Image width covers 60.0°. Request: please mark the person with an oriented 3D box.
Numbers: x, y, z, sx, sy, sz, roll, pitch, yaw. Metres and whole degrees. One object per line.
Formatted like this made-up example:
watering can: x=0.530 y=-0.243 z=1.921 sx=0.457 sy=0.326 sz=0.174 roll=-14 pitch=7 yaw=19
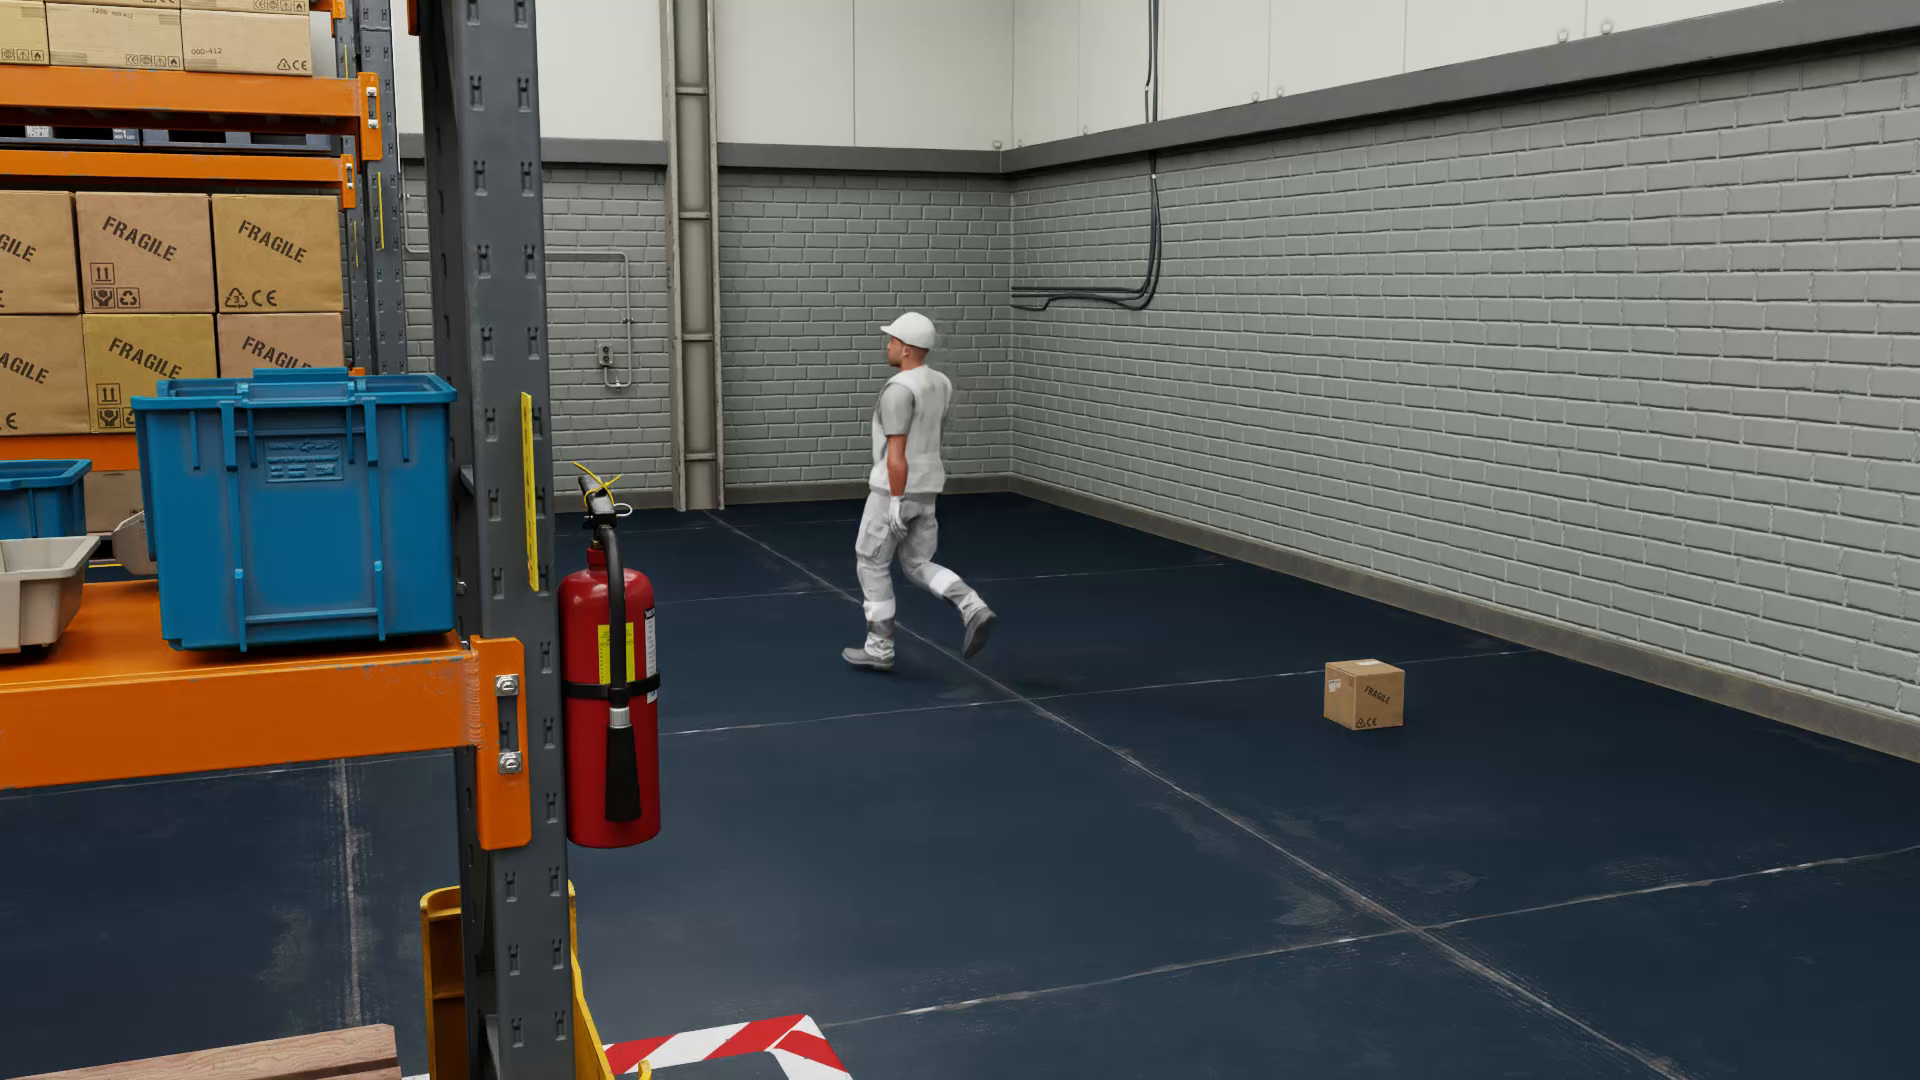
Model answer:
person: x=-0.216 y=-0.227 z=8.145 sx=0.810 sy=1.765 sz=0.535 roll=6 pitch=11 yaw=34
